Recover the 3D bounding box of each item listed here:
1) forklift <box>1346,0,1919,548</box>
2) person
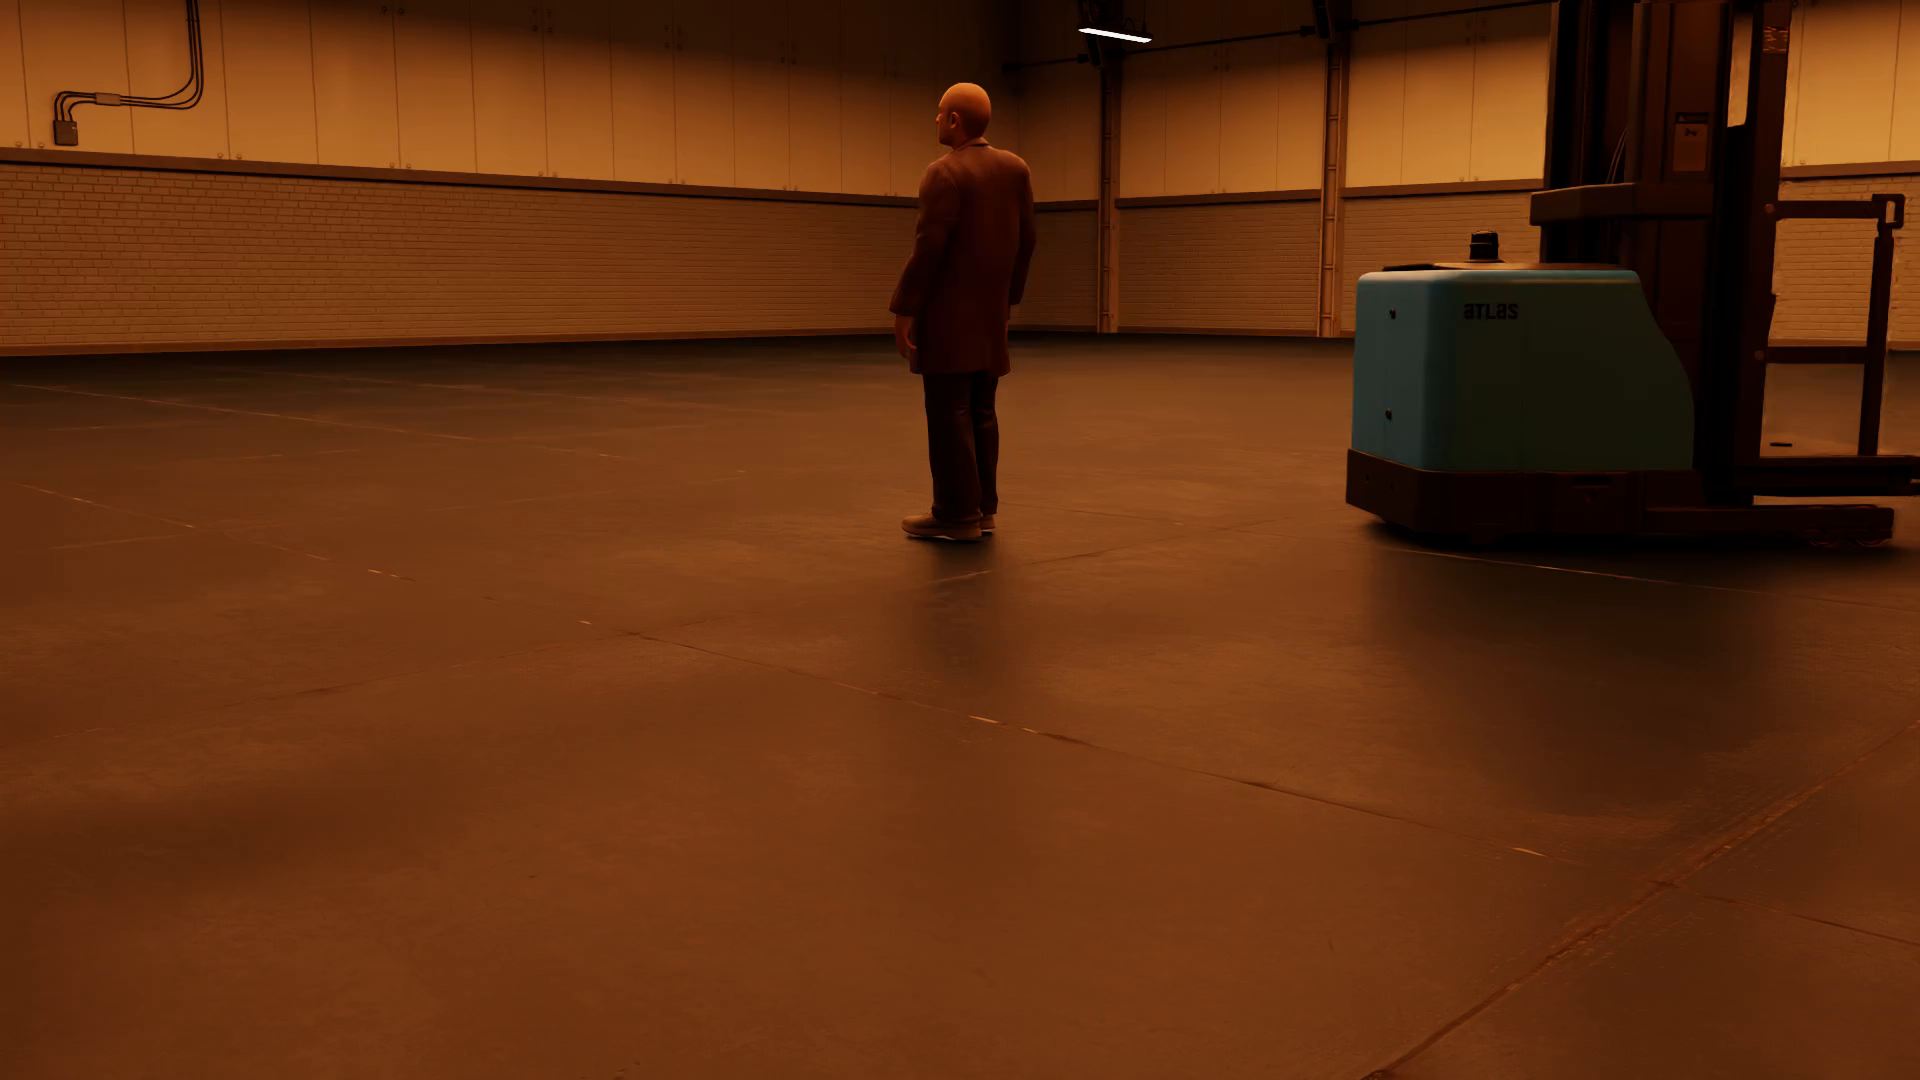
[{"bbox_3d":[3.243,-1.495,6.803,3.031,2.935,1.130,-1,9,-5],"label":"forklift"},{"bbox_3d":[-0.062,-0.896,6.649,0.582,1.776,0.696,8,12,43],"label":"person"}]
